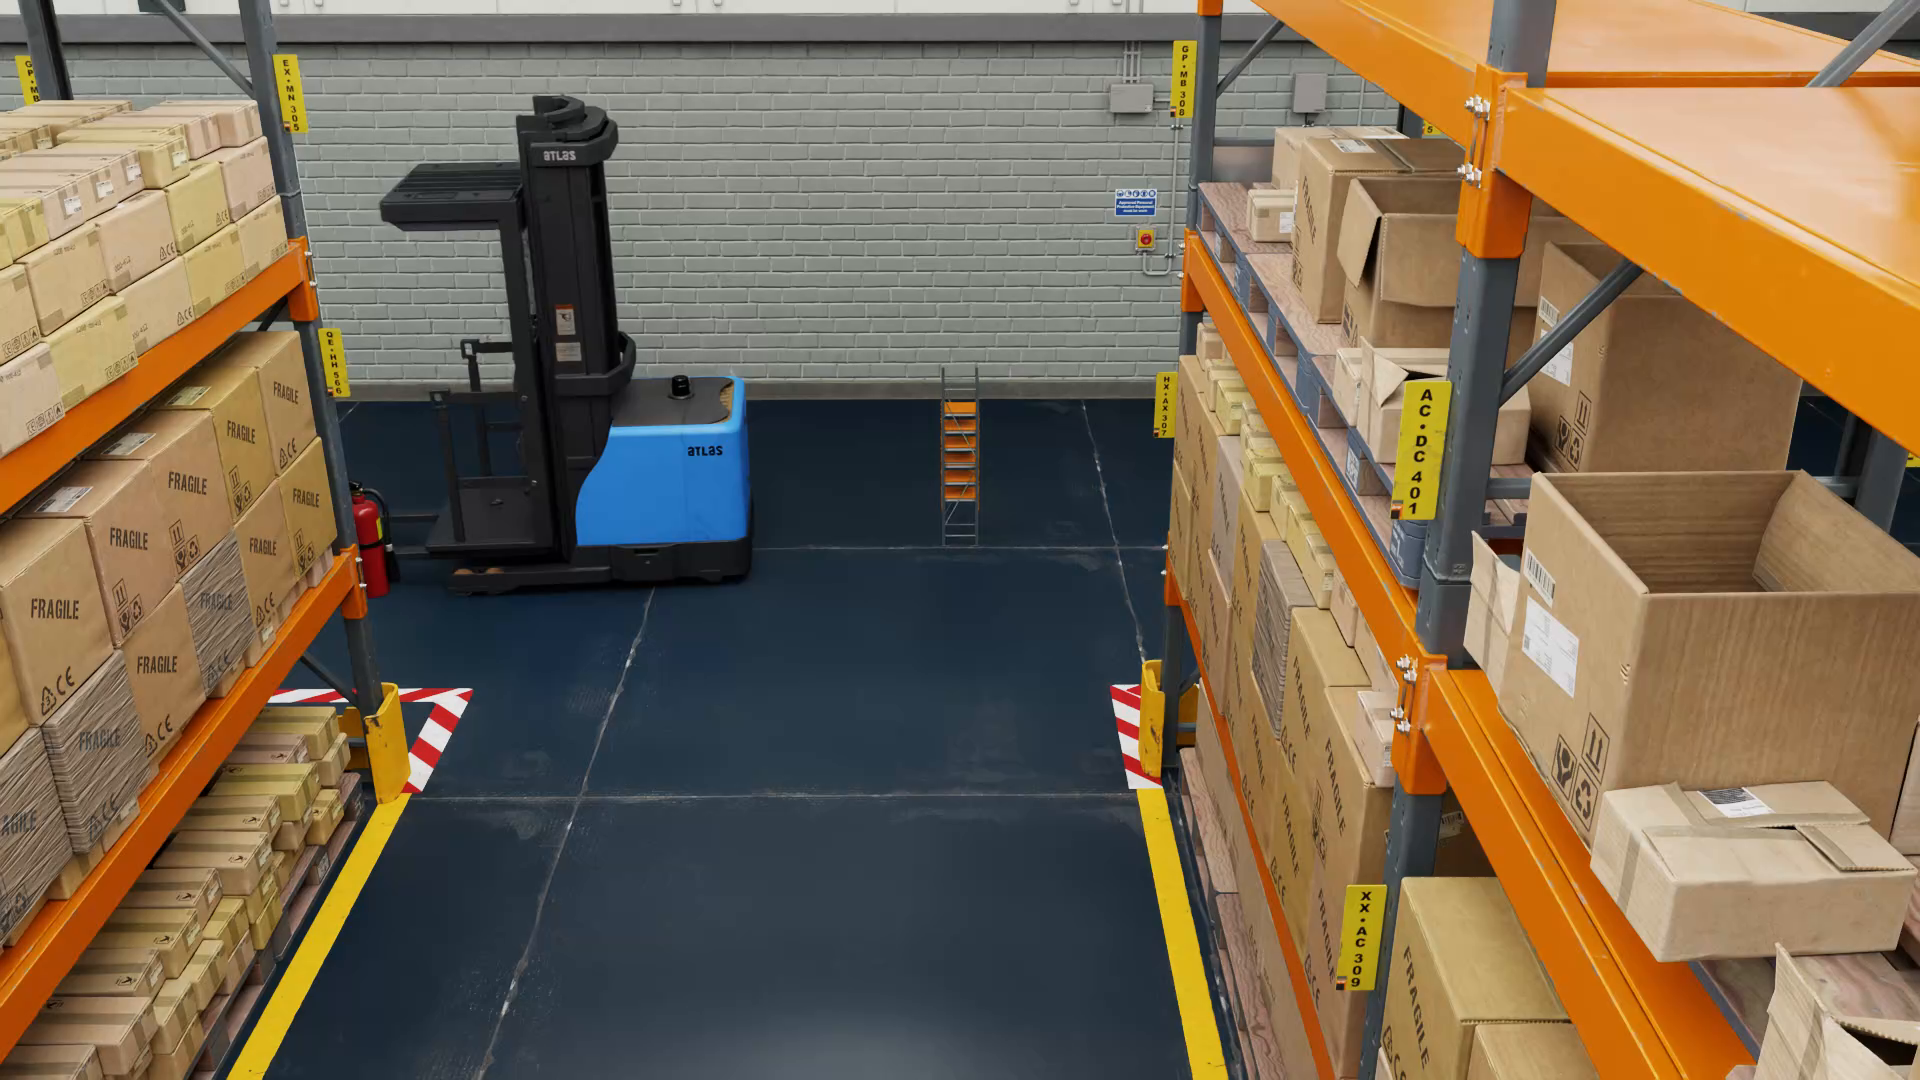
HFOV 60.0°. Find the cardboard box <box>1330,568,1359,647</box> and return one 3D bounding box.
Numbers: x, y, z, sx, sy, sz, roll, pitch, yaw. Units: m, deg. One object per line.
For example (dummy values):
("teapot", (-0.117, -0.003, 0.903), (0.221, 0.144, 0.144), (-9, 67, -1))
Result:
("cardboard box", (1.344, 0.201, 5.043), (0.380, 0.149, 0.250), (0, 24, -1))

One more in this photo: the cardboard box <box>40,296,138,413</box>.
("cardboard box", (-3.119, -0.623, 5.530), (0.500, 0.250, 0.500), (1, 24, 2))

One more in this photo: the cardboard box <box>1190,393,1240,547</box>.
("cardboard box", (1.263, -0.298, 6.933), (0.500, 0.500, 0.500), (-1, 24, -2))

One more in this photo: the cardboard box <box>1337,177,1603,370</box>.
("cardboard box", (1.526, -0.766, 4.908), (0.797, 0.503, 0.637), (2, 24, 4))

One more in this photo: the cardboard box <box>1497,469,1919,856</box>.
("cardboard box", (1.293, 0.201, 2.895), (0.500, 0.500, 0.500), (-1, 24, -2))

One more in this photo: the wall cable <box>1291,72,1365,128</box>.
("wall cable", (2.863, -3.006, 13.023), (0.588, 1.984, 0.122), (0, 24, -1))

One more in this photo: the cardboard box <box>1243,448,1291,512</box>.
("cardboard box", (1.231, -0.218, 5.971), (0.380, 0.149, 0.250), (-1, 24, -2))

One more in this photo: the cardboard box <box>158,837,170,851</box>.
("cardboard box", (-3.632, 1.258, 7.417), (0.380, 0.149, 0.250), (0, 24, 0))

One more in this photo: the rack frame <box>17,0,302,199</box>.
("rack frame", (-3.419, -2.878, 6.693), (1.000, 3.000, 0.127), (0, 24, -1))

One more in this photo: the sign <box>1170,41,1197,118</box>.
("sign", (0.975, -2.009, 7.256), (0.100, 0.325, 0.005), (0, 24, -1))

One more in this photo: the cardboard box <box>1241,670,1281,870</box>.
("cardboard box", (1.281, 0.785, 5.753), (0.500, 0.500, 0.500), (-1, 24, -1))

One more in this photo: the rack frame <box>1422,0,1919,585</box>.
("rack frame", (1.573, -1.294, 3.190), (1.000, 3.000, 0.127), (0, 24, -1))

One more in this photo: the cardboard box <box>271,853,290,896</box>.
("cardboard box", (-3.168, 1.495, 7.253), (0.380, 0.149, 0.250), (0, 24, 0))

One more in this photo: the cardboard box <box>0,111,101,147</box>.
("cardboard box", (-3.658, -1.613, 6.628), (0.380, 0.149, 0.250), (1, 24, 2))

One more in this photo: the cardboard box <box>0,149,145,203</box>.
("cardboard box", (-3.160, -1.296, 5.927), (0.380, 0.149, 0.250), (-1, 24, -2))

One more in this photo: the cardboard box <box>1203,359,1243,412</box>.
("cardboard box", (1.219, -0.642, 6.908), (0.380, 0.149, 0.250), (0, 24, 1))

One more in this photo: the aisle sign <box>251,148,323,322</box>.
("aisle sign", (-3.120, -1.360, 7.463), (0.394, 0.787, 0.004), (0, 24, -1))

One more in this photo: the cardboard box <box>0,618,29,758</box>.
("cardboard box", (-3.158, 0.466, 4.883), (0.500, 0.500, 0.500), (-1, 24, -2))

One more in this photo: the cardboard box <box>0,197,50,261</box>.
("cardboard box", (-3.119, -0.975, 5.217), (0.380, 0.149, 0.250), (-1, 24, -2))

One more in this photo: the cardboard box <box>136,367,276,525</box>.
("cardboard box", (-3.160, -0.385, 6.766), (0.500, 0.500, 0.500), (-1, 24, -2))

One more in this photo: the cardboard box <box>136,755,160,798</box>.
("cardboard box", (-3.164, 0.847, 6.042), (0.380, 0.149, 0.250), (1, 24, 1))

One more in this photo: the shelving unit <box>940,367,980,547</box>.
("shelving unit", (0.000, -0.541, 10.990), (0.258, 1.200, 0.189), (0, 24, -1))

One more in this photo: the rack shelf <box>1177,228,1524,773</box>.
("rack shelf", (1.551, -0.423, 5.779), (1.077, 0.370, 4.000), (0, 24, -1))

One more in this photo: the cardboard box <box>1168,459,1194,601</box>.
("cardboard box", (1.248, -0.055, 7.610), (0.500, 0.500, 0.500), (0, 24, -1))

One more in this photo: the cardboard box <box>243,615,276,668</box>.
("cardboard box", (-3.124, 0.414, 7.000), (0.380, 0.149, 0.250), (0, 24, 1))

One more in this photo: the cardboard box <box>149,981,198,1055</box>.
("cardboard box", (-3.110, 1.792, 6.237), (0.380, 0.149, 0.250), (0, 24, -1))

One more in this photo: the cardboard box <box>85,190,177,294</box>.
("cardboard box", (-3.150, -1.060, 5.890), (0.500, 0.250, 0.500), (0, 24, 0))

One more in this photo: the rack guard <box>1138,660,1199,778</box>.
("rack guard", (1.529, 0.921, 8.608), (1.175, 0.500, 0.348), (0, 24, -1))

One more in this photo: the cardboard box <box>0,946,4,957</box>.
("cardboard box", (-3.184, 1.284, 5.075), (0.380, 0.149, 0.250), (-1, 24, -3))

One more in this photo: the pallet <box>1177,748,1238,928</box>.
("pallet", (1.617, 1.391, 7.918), (1.003, 0.211, 1.213), (0, 24, -1))

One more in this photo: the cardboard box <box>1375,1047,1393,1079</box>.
("cardboard box", (1.296, 1.463, 3.951), (0.500, 0.250, 0.500), (-1, 24, -2))

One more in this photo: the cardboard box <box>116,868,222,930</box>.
("cardboard box", (-3.195, 1.445, 6.642), (0.380, 0.149, 0.250), (-1, 24, -2))

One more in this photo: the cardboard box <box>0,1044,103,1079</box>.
("cardboard box", (-3.193, 1.872, 5.698), (0.380, 0.149, 0.250), (-1, 24, -2))

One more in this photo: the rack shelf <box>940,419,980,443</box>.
("rack shelf", (0.000, -0.719, 10.909), (0.258, 0.103, 0.180), (0, 24, -1))

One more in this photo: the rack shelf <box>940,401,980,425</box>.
("rack shelf", (0.000, -0.828, 10.860), (0.258, 0.103, 0.180), (0, 24, -1))

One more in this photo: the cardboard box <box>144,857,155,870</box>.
("cardboard box", (-3.746, 1.496, 7.252), (0.380, 0.149, 0.250), (0, 24, 0))

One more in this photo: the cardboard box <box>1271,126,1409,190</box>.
("cardboard box", (1.624, -1.559, 6.967), (0.500, 0.250, 0.500), (-2, 24, -5))

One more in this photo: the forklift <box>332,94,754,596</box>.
("forklift", (-2.890, -1.211, 10.370), (3.031, 2.935, 1.130), (-2, 24, -5))

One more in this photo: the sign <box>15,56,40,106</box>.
("sign", (-3.962, -1.907, 7.126), (0.100, 0.325, 0.005), (0, 24, -1))

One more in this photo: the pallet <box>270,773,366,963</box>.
("pallet", (-3.445, 1.492, 7.694), (1.003, 0.211, 1.213), (0, 24, -1))

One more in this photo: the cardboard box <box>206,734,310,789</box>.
("cardboard box", (-3.215, 1.013, 7.599), (0.380, 0.149, 0.250), (0, 24, 0))

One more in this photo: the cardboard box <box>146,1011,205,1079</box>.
("cardboard box", (-3.113, 1.925, 6.303), (0.380, 0.149, 0.250), (-1, 24, -2))

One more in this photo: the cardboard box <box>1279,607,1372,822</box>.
("cardboard box", (1.294, 0.536, 5.089), (0.500, 0.500, 0.500), (-1, 24, -1))

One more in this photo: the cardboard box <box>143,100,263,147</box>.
("cardboard box", (-3.122, -1.717, 6.857), (0.380, 0.149, 0.250), (0, 24, -1))

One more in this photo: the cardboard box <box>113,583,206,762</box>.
("cardboard box", (-3.146, 0.485, 6.055), (0.500, 0.500, 0.500), (1, 24, 2))

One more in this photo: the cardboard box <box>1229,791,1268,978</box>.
("cardboard box", (1.655, 1.416, 7.078), (0.875, 0.438, 0.875), (0, 24, 1))

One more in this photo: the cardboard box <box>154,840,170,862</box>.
("cardboard box", (-3.221, 1.369, 7.172), (0.380, 0.149, 0.250), (-1, 24, -1))
